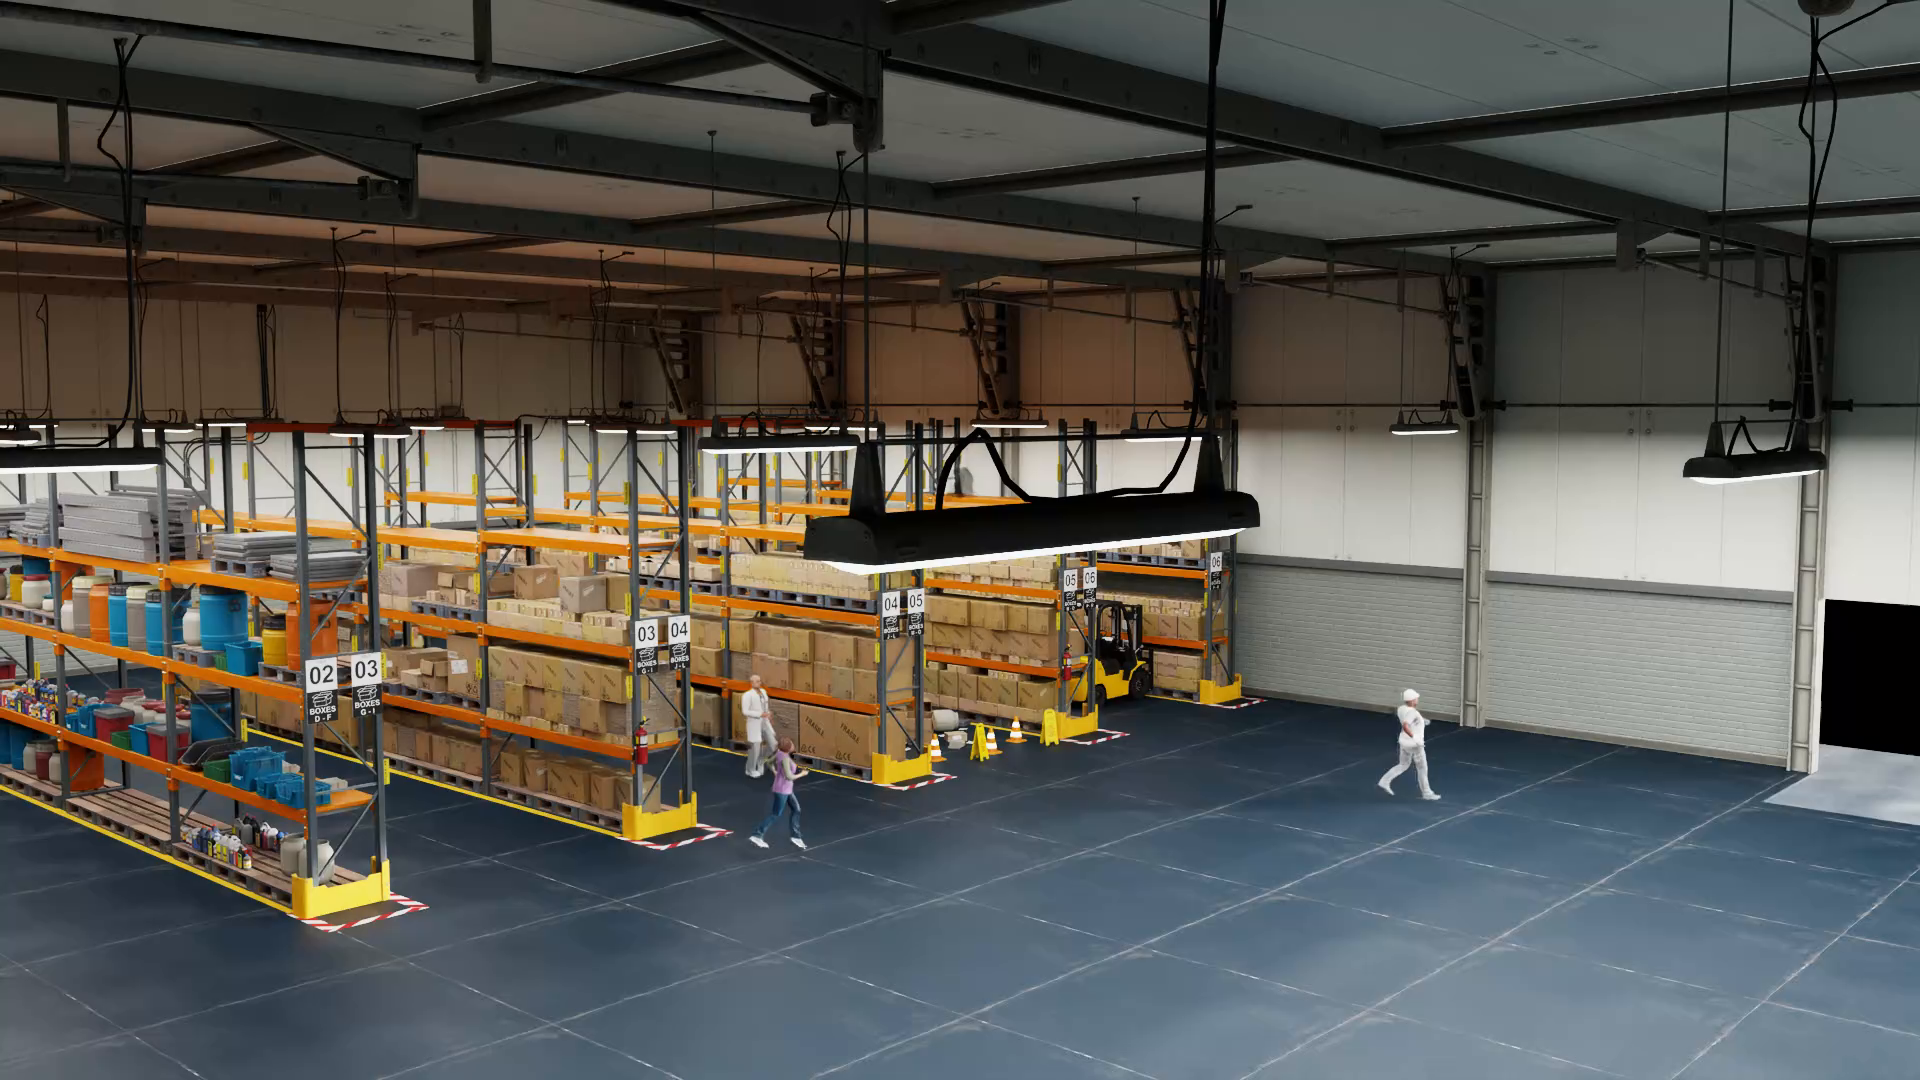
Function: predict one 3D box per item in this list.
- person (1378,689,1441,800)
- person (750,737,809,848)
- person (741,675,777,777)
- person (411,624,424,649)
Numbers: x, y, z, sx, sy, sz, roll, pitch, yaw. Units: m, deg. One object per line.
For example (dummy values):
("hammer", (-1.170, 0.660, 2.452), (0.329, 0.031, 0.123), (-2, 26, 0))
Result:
("person", (7.176, 3.251, 26.472), (1.003, 1.763, 0.687), (-1, 5, -9))
("person", (-2.565, 3.608, 23.607), (0.849, 1.638, 0.549), (-1, 5, -11))
("person", (-3.389, 3.153, 28.136), (0.681, 1.743, 0.689), (4, 6, 42))
("person", (-11.523, 2.627, 35.172), (0.580, 1.713, 0.853), (-4, 6, -41))
